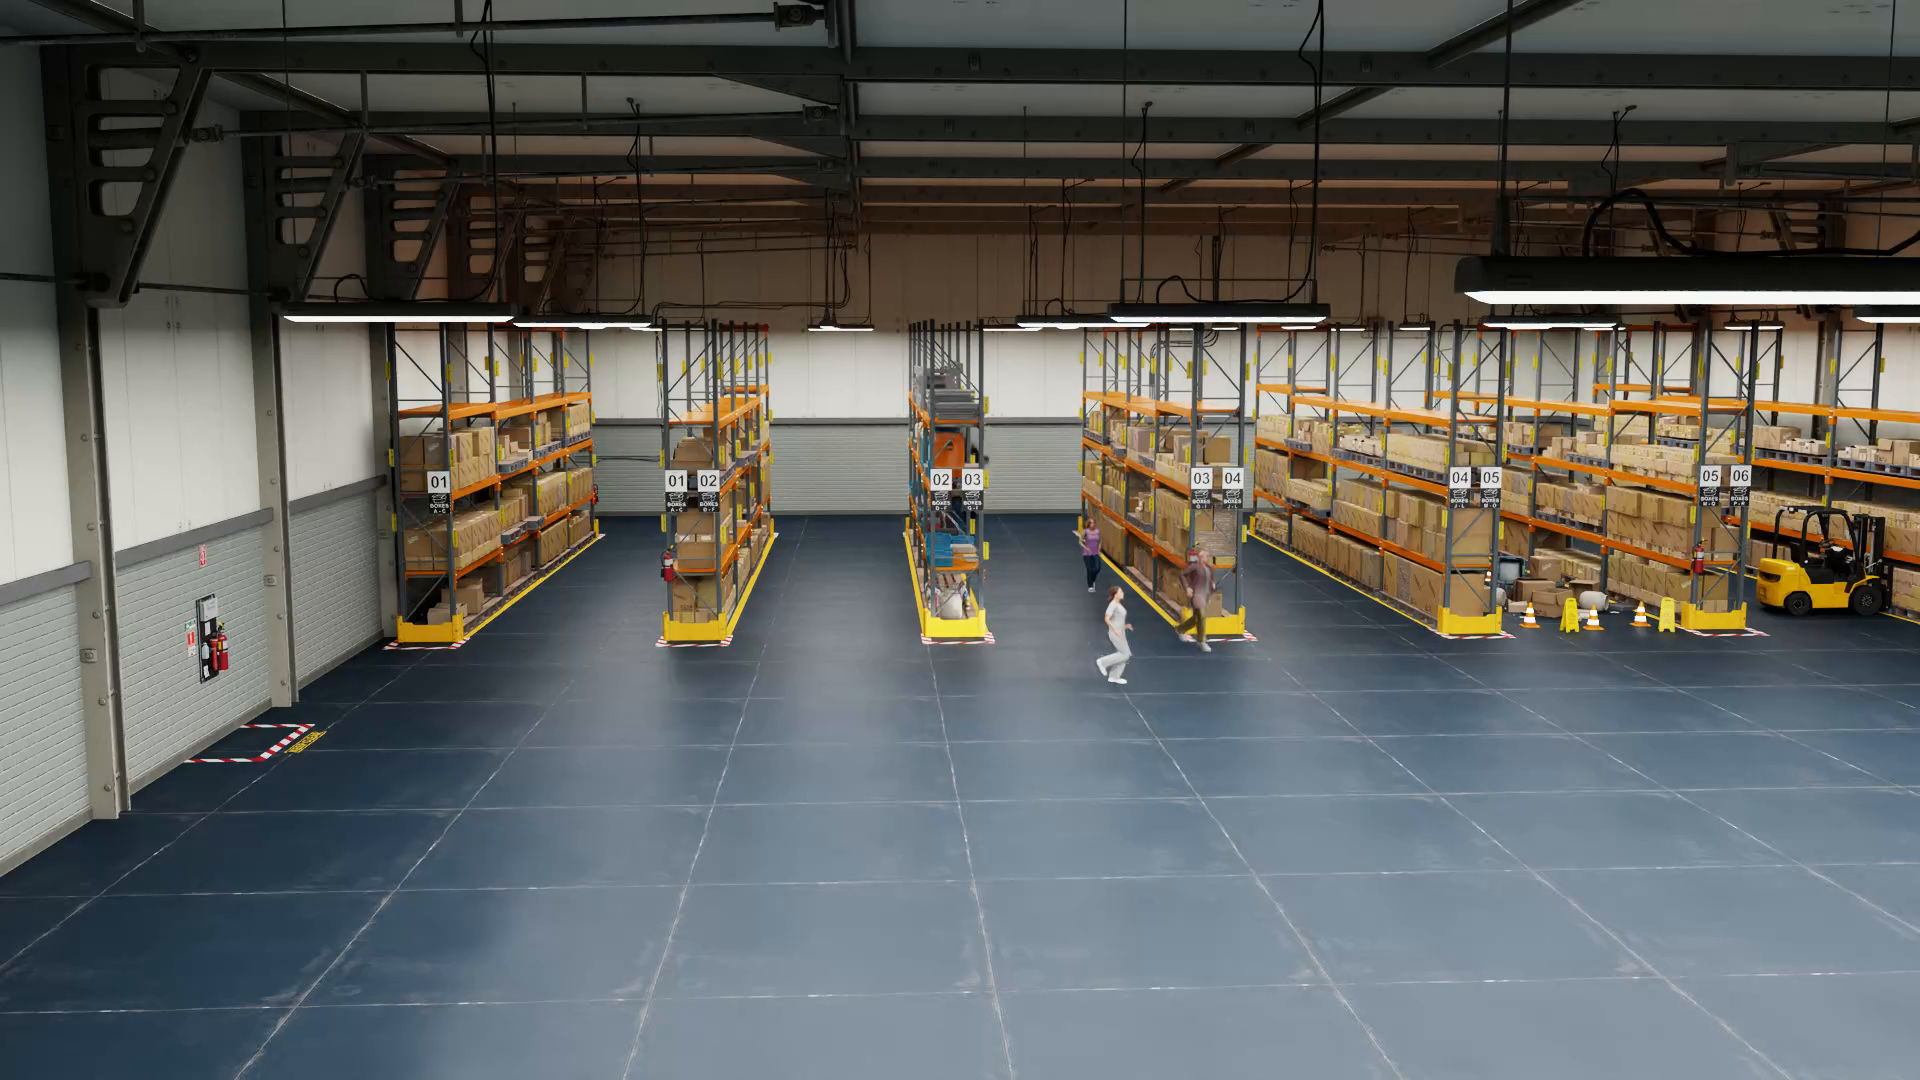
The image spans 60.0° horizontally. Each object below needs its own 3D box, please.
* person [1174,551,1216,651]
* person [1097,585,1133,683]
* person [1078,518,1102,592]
[{"bbox_3d":[4.408,1.090,30.603,0.737,1.787,0.986,-6,10,-42],"label":"person"},{"bbox_3d":[2.556,1.552,27.384,0.570,1.626,0.556,2,7,16],"label":"person"},{"bbox_3d":[2.771,0.368,35.109,0.543,1.485,0.497,-2,7,-14],"label":"person"}]
